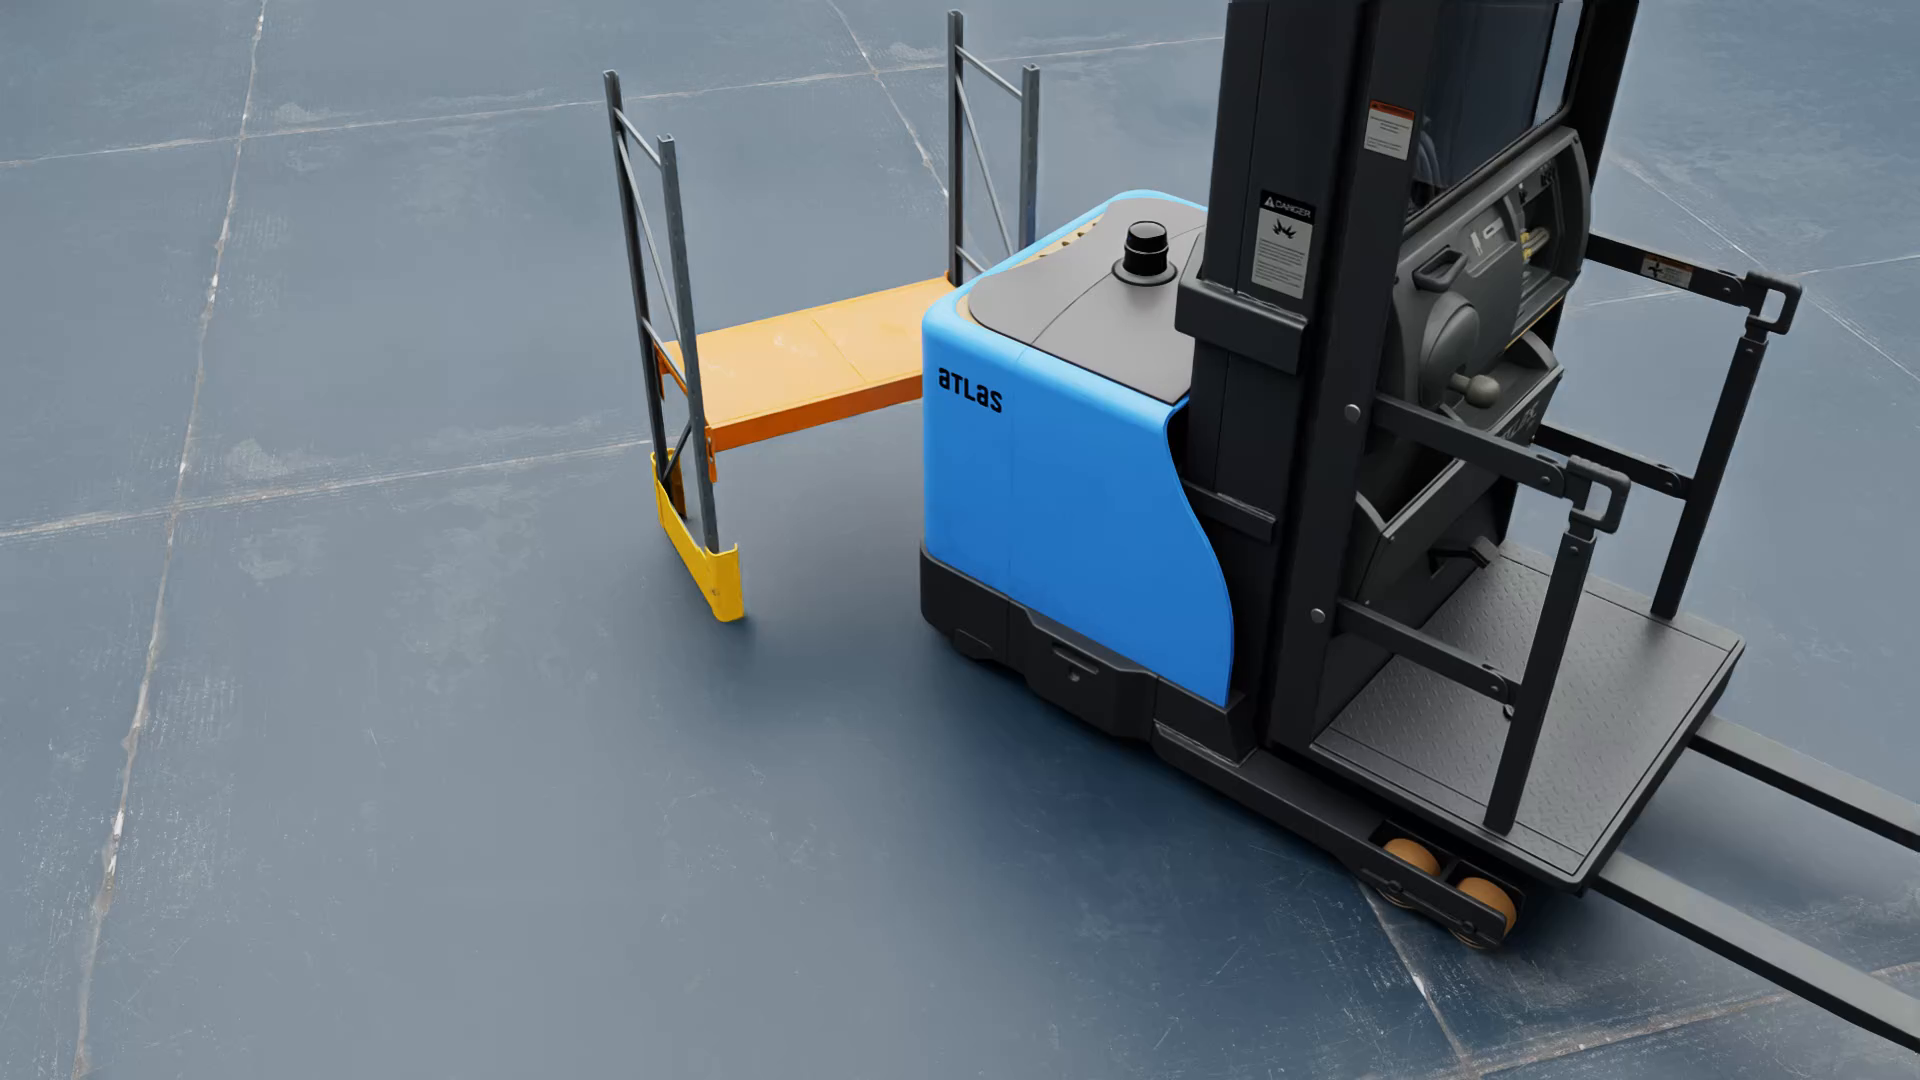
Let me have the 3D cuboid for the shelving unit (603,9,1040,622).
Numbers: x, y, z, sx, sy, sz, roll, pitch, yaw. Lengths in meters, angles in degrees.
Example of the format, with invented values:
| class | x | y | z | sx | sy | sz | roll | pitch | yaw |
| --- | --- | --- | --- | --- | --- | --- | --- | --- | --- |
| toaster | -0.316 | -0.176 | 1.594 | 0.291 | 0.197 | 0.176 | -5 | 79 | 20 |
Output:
| class | x | y | z | sx | sy | sz | roll | pitch | yaw |
| --- | --- | --- | --- | --- | --- | --- | --- | --- | --- |
| shelving unit | -0.359 | -0.653 | 4.870 | 1.083 | 1.500 | 0.587 | -17 | 41 | -21 |

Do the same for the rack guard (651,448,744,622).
| class | x | y | z | sx | sy | sz | roll | pitch | yaw |
| --- | --- | --- | --- | --- | --- | --- | --- | --- | --- |
| rack guard | -0.804 | -0.022 | 5.073 | 0.087 | 0.250 | 0.587 | -17 | 41 | -21 |

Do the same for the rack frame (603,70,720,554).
| class | x | y | z | sx | sy | sz | roll | pitch | yaw |
| --- | --- | --- | --- | --- | --- | --- | --- | --- | --- |
| rack frame | -0.822 | -0.513 | 4.687 | 0.032 | 1.500 | 0.500 | -17 | 41 | -21 |

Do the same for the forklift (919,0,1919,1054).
| class | x | y | z | sx | sy | sz | roll | pitch | yaw |
| --- | --- | --- | --- | --- | --- | --- | --- | --- | --- |
| forklift | 1.340 | -0.555 | 3.564 | 3.031 | 2.935 | 1.130 | 27 | 45 | 31 |

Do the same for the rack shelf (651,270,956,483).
| class | x | y | z | sx | sy | sz | roll | pitch | yaw |
| --- | --- | --- | --- | --- | --- | --- | --- | --- | --- |
| rack shelf | -0.367 | -0.508 | 4.976 | 1.000 | 0.185 | 0.538 | -17 | 41 | -21 |

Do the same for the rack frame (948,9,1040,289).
| class | x | y | z | sx | sy | sz | roll | pitch | yaw |
| --- | --- | --- | --- | --- | --- | --- | --- | --- | --- |
| rack frame | 0.088 | -0.788 | 5.046 | 0.032 | 1.500 | 0.500 | -17 | 41 | -21 |
